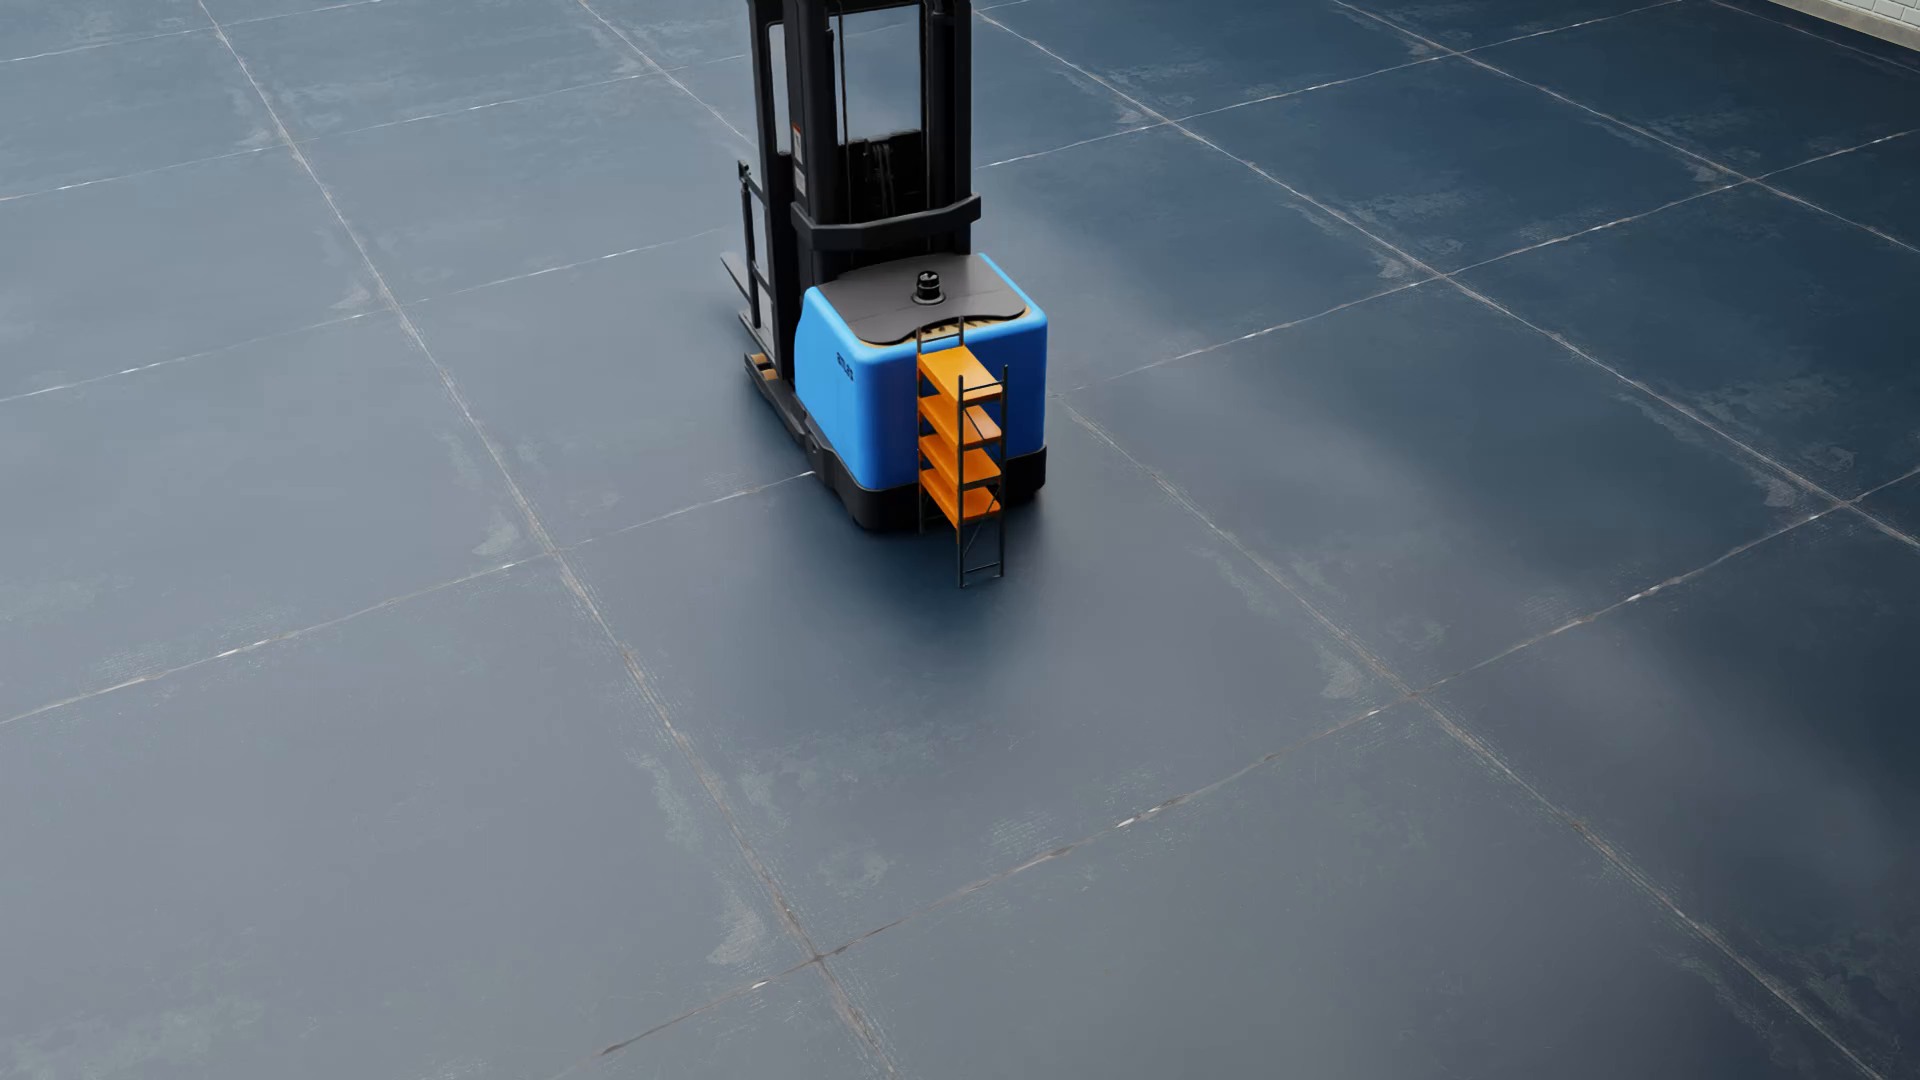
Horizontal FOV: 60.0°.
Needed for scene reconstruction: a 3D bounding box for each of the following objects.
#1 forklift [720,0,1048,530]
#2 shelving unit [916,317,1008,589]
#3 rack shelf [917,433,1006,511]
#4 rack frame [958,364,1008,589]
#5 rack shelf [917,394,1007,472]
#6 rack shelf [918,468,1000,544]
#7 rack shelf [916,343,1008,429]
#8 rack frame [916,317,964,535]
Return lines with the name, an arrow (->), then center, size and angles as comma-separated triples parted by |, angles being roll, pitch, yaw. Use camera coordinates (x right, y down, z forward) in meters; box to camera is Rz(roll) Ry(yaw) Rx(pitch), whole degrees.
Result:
forklift -> -0.608, -2.098, 8.864 | 1.130, 2.935, 3.031 | -15, 39, -19
shelving unit -> 0.005, -0.410, 8.022 | 0.258, 1.200, 0.503 | -15, 39, -19
rack shelf -> 0.005, -0.356, 8.062 | 0.258, 0.148, 0.480 | -15, 39, -19
rack frame -> 0.103, -0.279, 7.842 | 0.240, 1.200, 0.015 | -15, 39, -19
rack shelf -> 0.005, -0.537, 7.930 | 0.258, 0.148, 0.480 | -15, 39, -19
rack shelf -> 0.005, -0.196, 8.179 | 0.258, 0.148, 0.480 | -15, 39, -19
rack shelf -> 0.005, -0.728, 7.790 | 0.258, 0.148, 0.480 | -15, 39, -19
rack frame -> -0.094, -0.542, 8.202 | 0.240, 1.200, 0.015 | -15, 39, -19
